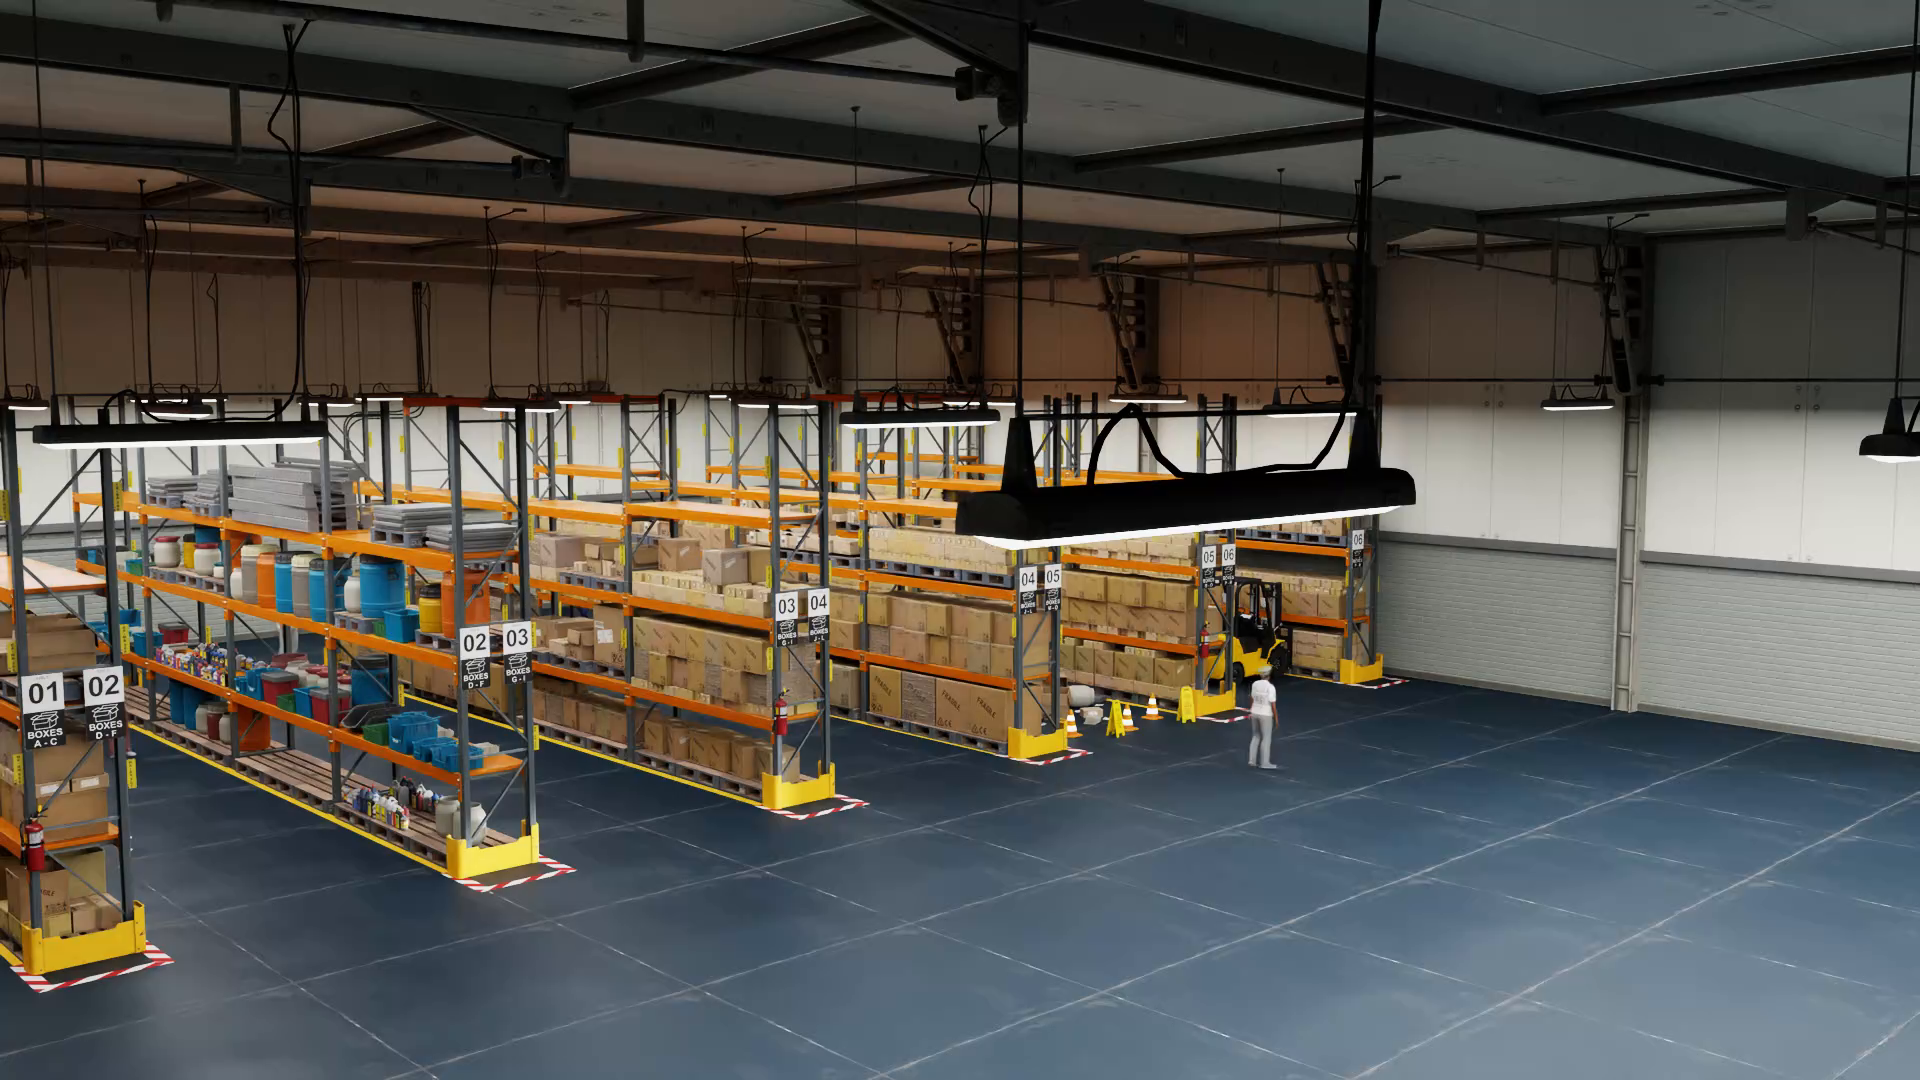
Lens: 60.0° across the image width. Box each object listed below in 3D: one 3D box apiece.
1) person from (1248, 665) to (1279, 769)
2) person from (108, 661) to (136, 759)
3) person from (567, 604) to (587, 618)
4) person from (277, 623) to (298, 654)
[{"bbox_3d":[4.948,2.921,27.108,0.351,1.760,0.548,-5,7,-41],"label":"person"},{"bbox_3d":[-14.058,2.824,27.769,0.352,1.672,0.518,1,6,6],"label":"person"},{"bbox_3d":[-9.560,1.560,41.425,0.561,1.693,0.444,-2,6,-23],"label":"person"},{"bbox_3d":[-14.743,1.938,36.486,0.438,1.784,0.569,2,6,18],"label":"person"}]
